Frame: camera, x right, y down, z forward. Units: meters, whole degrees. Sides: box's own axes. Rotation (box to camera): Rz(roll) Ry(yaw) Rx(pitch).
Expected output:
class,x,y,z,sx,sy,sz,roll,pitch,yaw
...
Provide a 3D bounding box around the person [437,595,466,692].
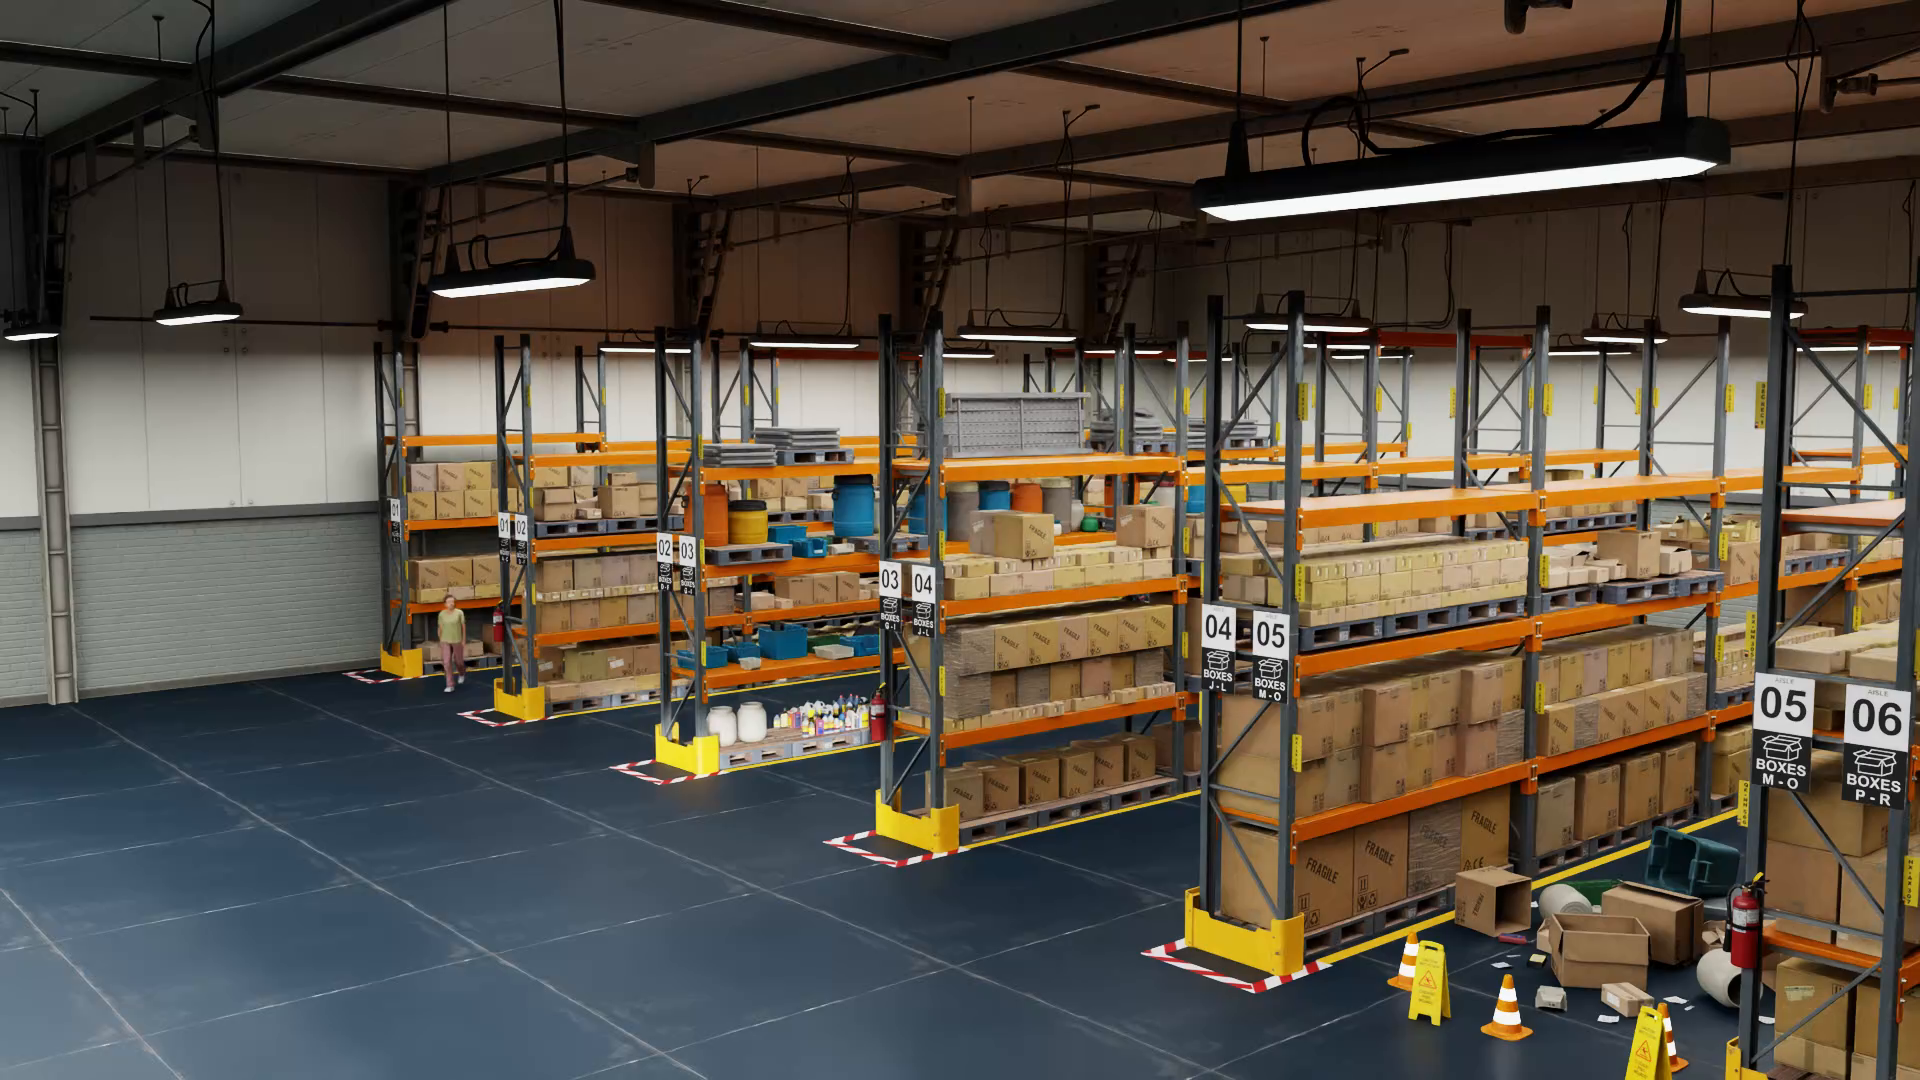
class,x,y,z,sx,sy,sz,roll,pitch,yaw
person,-8.680,1.742,28.419,0.454,1.645,0.708,0,5,-3
